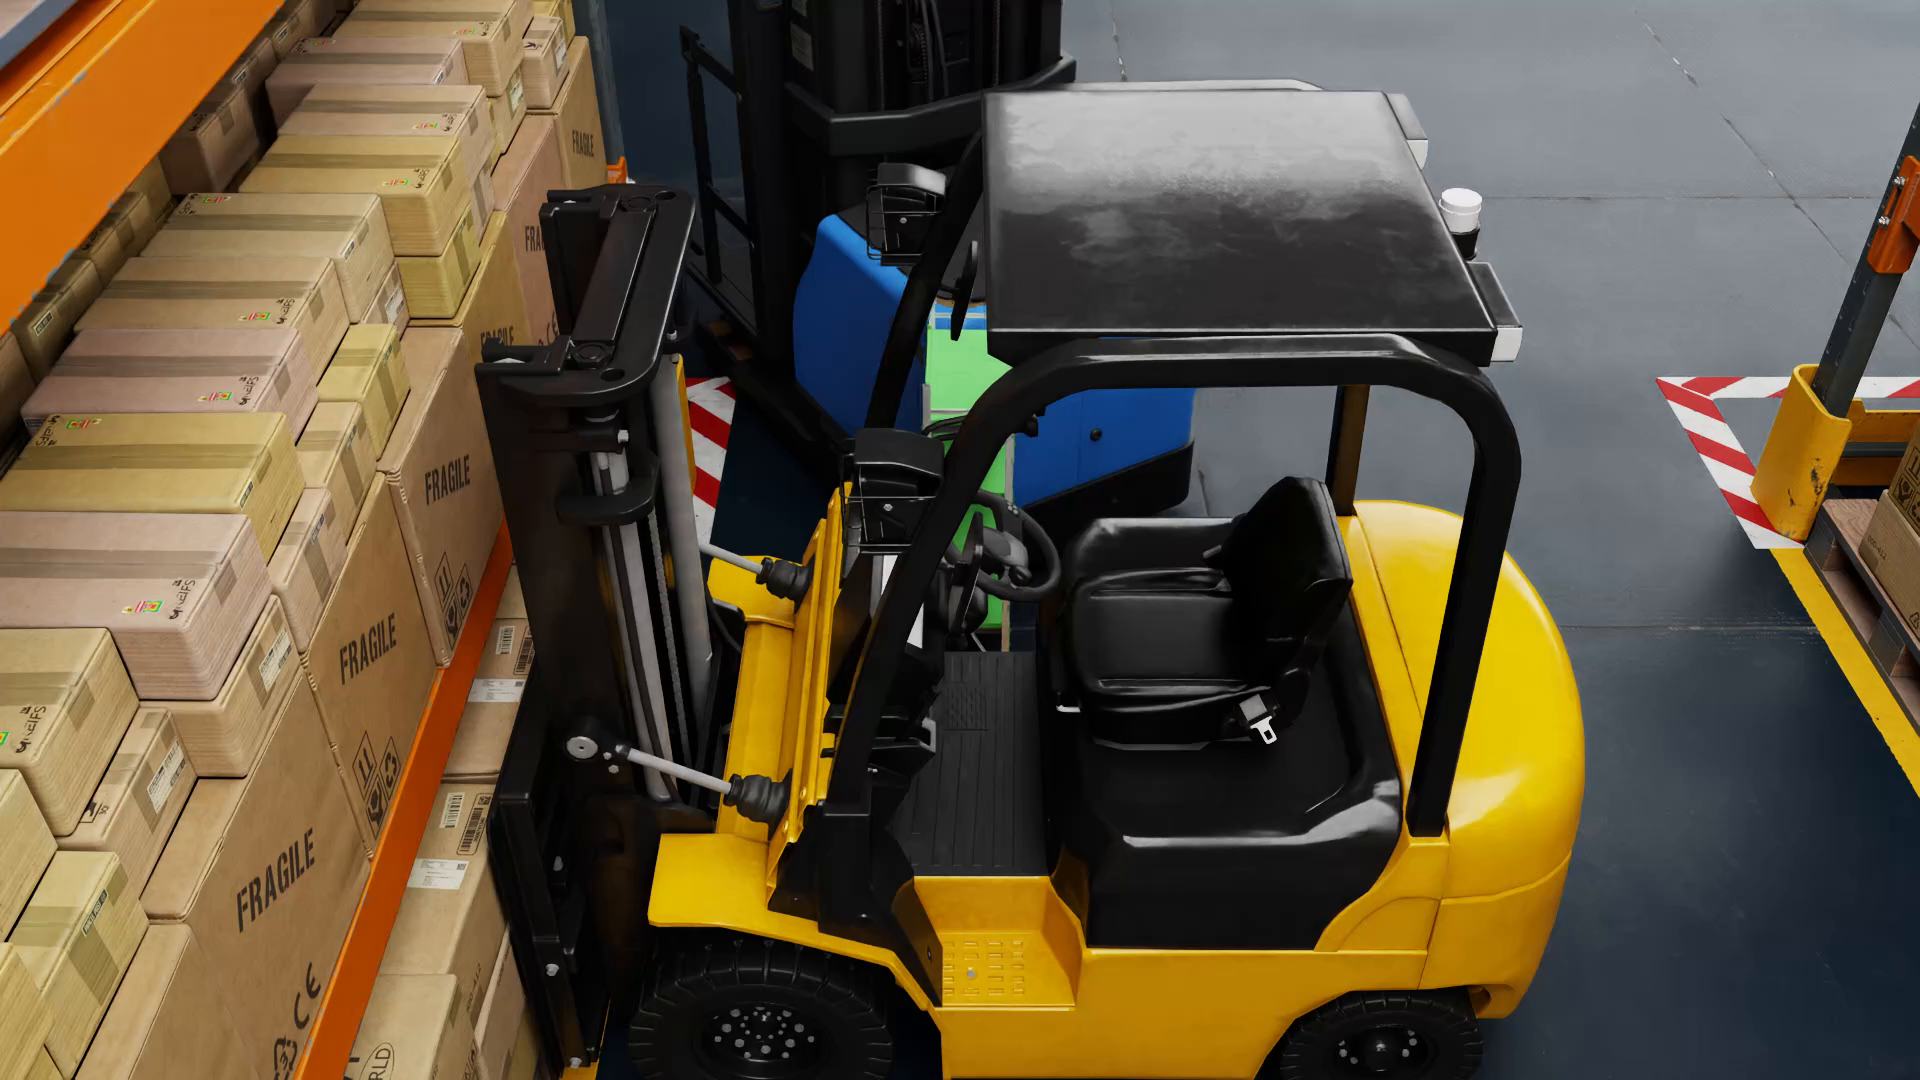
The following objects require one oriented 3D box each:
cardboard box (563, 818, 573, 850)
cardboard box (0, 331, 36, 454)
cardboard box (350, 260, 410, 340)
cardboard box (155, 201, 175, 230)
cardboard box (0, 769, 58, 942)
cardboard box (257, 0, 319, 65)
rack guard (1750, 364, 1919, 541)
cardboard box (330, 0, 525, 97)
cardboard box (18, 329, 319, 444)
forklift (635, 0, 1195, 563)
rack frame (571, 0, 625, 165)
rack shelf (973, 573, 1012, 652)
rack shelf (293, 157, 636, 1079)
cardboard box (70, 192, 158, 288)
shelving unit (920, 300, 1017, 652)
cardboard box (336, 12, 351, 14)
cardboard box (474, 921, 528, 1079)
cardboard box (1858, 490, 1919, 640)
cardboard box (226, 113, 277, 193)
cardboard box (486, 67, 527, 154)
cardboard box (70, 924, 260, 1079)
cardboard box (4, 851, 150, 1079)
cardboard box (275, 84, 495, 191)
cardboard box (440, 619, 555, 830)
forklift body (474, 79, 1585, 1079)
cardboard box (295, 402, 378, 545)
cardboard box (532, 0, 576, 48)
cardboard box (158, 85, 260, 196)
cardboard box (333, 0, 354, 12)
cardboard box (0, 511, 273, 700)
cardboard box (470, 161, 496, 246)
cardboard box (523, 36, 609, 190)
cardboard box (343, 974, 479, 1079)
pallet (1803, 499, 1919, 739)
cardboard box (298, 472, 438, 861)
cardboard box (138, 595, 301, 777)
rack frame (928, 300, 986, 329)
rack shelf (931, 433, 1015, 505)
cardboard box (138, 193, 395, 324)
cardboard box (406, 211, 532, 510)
[{"bbox_3d":[-1.219,0.834,4.174,0.500,0.250,0.500,1,39,1],"label":"cardboard box"},{"bbox_3d":[-1.808,-0.225,2.795,0.380,0.149,0.250,0,39,-1],"label":"cardboard box"},{"bbox_3d":[-1.324,-0.435,3.295,0.380,0.149,0.250,0,39,0],"label":"cardboard box"},{"bbox_3d":[-1.869,-0.593,3.493,0.380,0.149,0.250,1,39,2],"label":"cardboard box"},{"bbox_3d":[-1.348,0.412,2.000,0.380,0.149,0.250,1,39,1],"label":"cardboard box"},{"bbox_3d":[-1.773,-1.187,3.996,0.380,0.149,0.250,1,39,1],"label":"cardboard box"},{"bbox_3d":[3.423,-0.301,5.725,1.175,0.500,0.348,0,39,0],"label":"rack guard"},{"bbox_3d":[-1.271,-1.184,3.993,0.380,0.149,0.250,1,39,1],"label":"cardboard box"},{"bbox_3d":[-1.321,-0.230,2.801,0.380,0.149,0.250,0,39,0],"label":"cardboard box"},{"bbox_3d":[-0.384,-1.884,5.757,1.130,2.935,3.031,-21,43,-24],"label":"forklift"},{"bbox_3d":[-1.541,-1.318,4.996,1.000,3.000,0.127,0,39,0],"label":"rack frame"},{"bbox_3d":[0.025,0.150,5.089,0.258,0.148,0.480,0,39,1],"label":"rack shelf"},{"bbox_3d":[-1.538,0.214,3.660,1.077,0.370,4.000,0,39,0],"label":"rack shelf"},{"bbox_3d":[-1.781,-0.548,3.199,0.380,0.149,0.250,0,39,0],"label":"cardboard box"},{"bbox_3d":[0.025,-0.087,4.899,0.258,1.200,0.503,0,39,1],"label":"shelving unit"},{"bbox_3d":[-1.800,-1.397,4.497,0.380,0.149,0.250,-1,39,-1],"label":"cardboard box"},{"bbox_3d":[-1.220,0.966,3.609,0.500,0.250,0.500,0,39,0],"label":"cardboard box"},{"bbox_3d":[3.147,0.090,5.102,0.500,0.250,0.500,0,39,0],"label":"cardboard box"},{"bbox_3d":[-1.802,-0.917,3.897,0.380,0.149,0.250,-1,39,-2],"label":"cardboard box"},{"bbox_3d":[-1.291,-1.071,4.089,0.380,0.149,0.250,1,39,1],"label":"cardboard box"},{"bbox_3d":[-1.276,0.867,2.189,0.500,0.500,0.500,-1,39,-1],"label":"cardboard box"},{"bbox_3d":[-1.275,0.530,2.091,0.380,0.149,0.250,1,39,1],"label":"cardboard box"},{"bbox_3d":[-1.234,-0.866,3.595,0.380,0.149,0.250,1,39,1],"label":"cardboard box"},{"bbox_3d":[-1.218,0.441,3.865,0.500,0.250,0.500,-1,39,-1],"label":"cardboard box"},{"bbox_3d":[0.286,0.198,3.783,2.313,2.155,1.214,0,39,0],"label":"forklift body"},{"bbox_3d":[-1.246,-0.108,2.888,0.380,0.149,0.250,-1,39,-1],"label":"cardboard box"},{"bbox_3d":[-1.260,-1.393,4.491,0.380,0.149,0.250,0,39,1],"label":"cardboard box"},{"bbox_3d":[-1.762,-0.867,3.597,0.380,0.149,0.250,1,39,1],"label":"cardboard box"},{"bbox_3d":[-1.754,-1.516,4.406,0.380,0.149,0.250,-1,39,-1],"label":"cardboard box"},{"bbox_3d":[-1.237,0.092,2.400,0.380,0.149,0.250,1,39,1],"label":"cardboard box"},{"bbox_3d":[-1.255,-0.749,3.687,0.380,0.149,0.250,-1,39,-2],"label":"cardboard box"},{"bbox_3d":[-1.278,-1.049,4.581,0.500,0.500,0.500,-1,39,-1],"label":"cardboard box"},{"bbox_3d":[-1.213,1.080,3.067,0.500,0.250,0.500,0,39,0],"label":"cardboard box"},{"bbox_3d":[3.389,0.320,5.182,1.003,0.211,1.213,0,39,0],"label":"pallet"},{"bbox_3d":[-1.294,0.225,2.991,0.500,0.500,0.500,0,39,0],"label":"cardboard box"},{"bbox_3d":[-1.230,0.213,2.487,0.380,0.149,0.250,1,39,1],"label":"cardboard box"},{"bbox_3d":[0.028,-0.240,5.089,0.240,1.200,0.015,0,39,1],"label":"rack frame"},{"bbox_3d":[0.025,-0.224,4.789,0.258,0.148,0.480,0,39,1],"label":"rack shelf"},{"bbox_3d":[-1.322,-0.543,3.192,0.380,0.149,0.250,0,39,1],"label":"cardboard box"},{"bbox_3d":[-1.285,-0.404,3.776,0.500,0.500,0.500,-1,39,-1],"label":"cardboard box"}]
